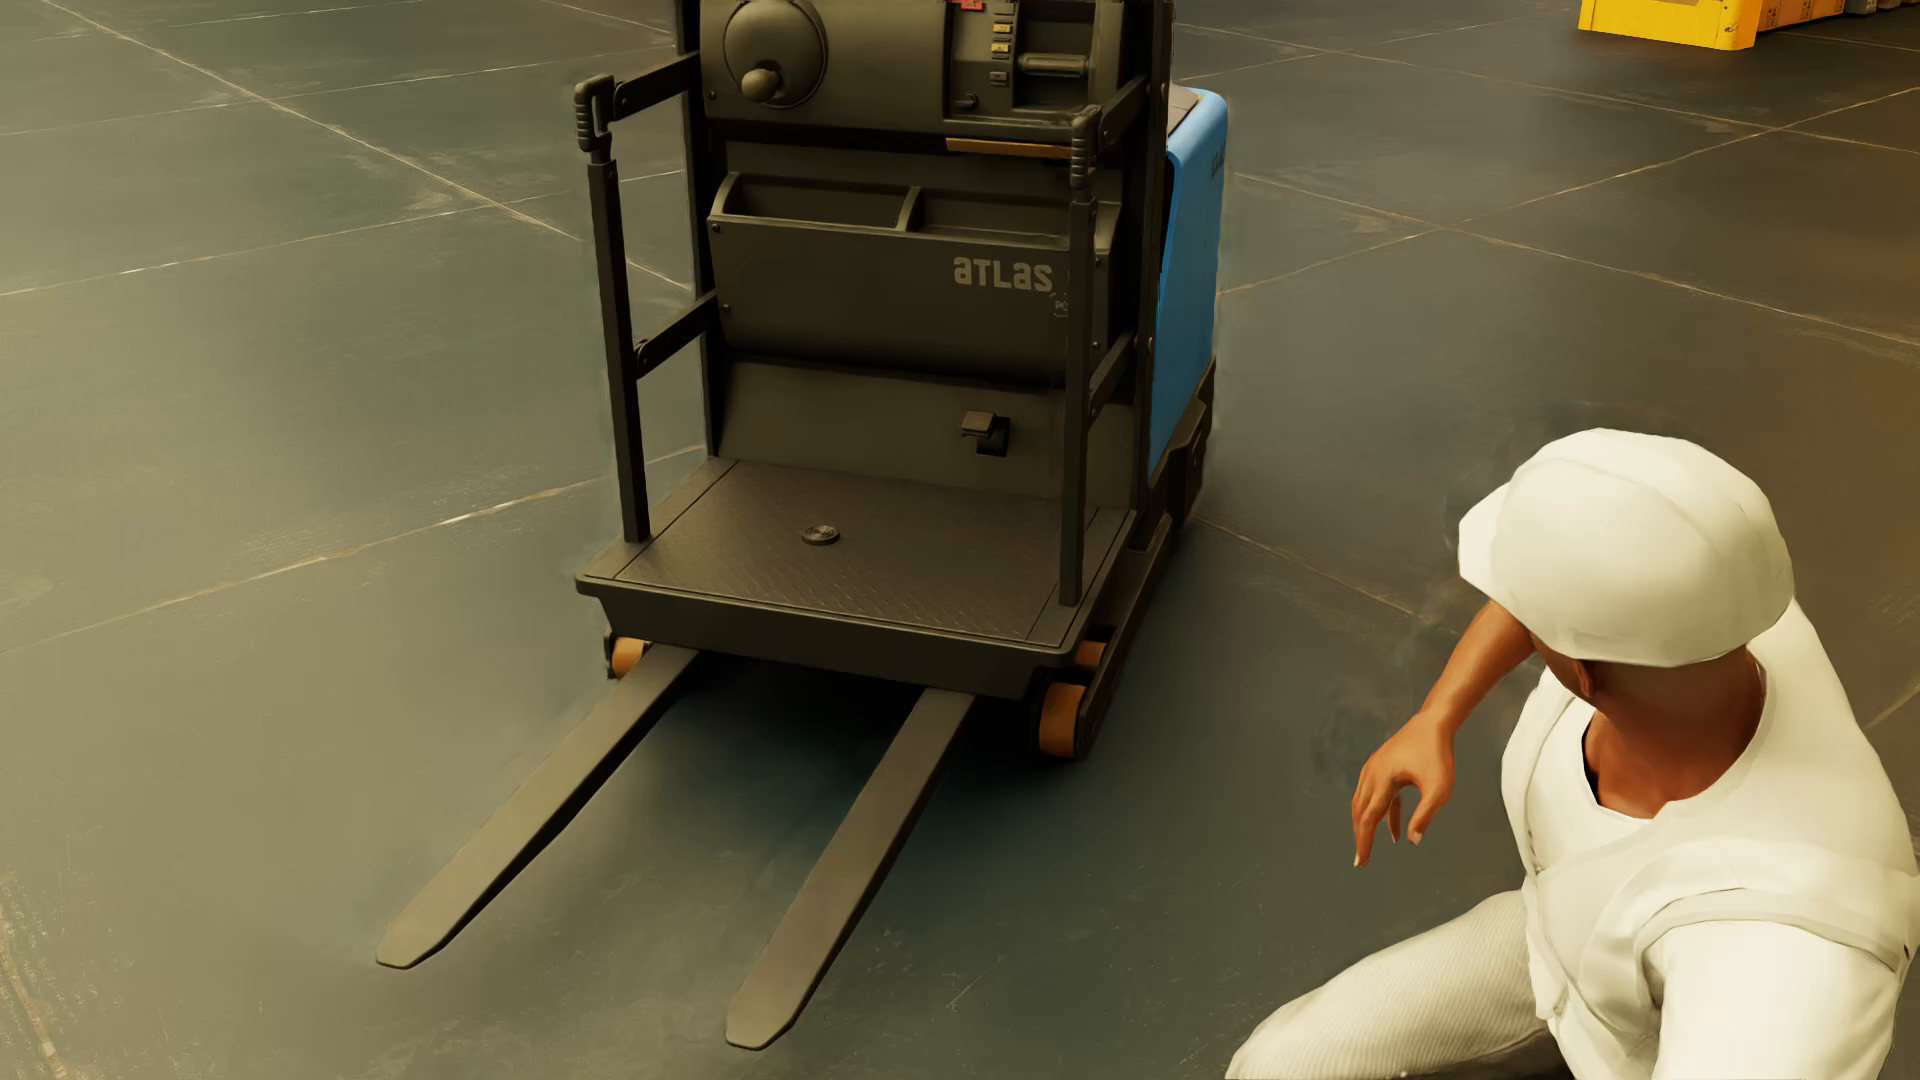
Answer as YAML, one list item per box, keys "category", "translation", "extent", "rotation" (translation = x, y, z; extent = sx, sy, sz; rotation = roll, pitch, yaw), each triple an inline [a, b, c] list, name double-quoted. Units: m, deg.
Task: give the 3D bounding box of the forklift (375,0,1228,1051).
- category: "forklift"
  translation: [-0.168, -1.042, 3.303]
  extent: [1.130, 2.935, 3.031]
  rotation: [8, 27, 15]

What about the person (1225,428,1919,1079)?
- category: "person"
  translation: [0.592, 0.584, 1.703]
  extent: [0.806, 1.523, 0.921]
  rotation: [-6, 27, -12]
